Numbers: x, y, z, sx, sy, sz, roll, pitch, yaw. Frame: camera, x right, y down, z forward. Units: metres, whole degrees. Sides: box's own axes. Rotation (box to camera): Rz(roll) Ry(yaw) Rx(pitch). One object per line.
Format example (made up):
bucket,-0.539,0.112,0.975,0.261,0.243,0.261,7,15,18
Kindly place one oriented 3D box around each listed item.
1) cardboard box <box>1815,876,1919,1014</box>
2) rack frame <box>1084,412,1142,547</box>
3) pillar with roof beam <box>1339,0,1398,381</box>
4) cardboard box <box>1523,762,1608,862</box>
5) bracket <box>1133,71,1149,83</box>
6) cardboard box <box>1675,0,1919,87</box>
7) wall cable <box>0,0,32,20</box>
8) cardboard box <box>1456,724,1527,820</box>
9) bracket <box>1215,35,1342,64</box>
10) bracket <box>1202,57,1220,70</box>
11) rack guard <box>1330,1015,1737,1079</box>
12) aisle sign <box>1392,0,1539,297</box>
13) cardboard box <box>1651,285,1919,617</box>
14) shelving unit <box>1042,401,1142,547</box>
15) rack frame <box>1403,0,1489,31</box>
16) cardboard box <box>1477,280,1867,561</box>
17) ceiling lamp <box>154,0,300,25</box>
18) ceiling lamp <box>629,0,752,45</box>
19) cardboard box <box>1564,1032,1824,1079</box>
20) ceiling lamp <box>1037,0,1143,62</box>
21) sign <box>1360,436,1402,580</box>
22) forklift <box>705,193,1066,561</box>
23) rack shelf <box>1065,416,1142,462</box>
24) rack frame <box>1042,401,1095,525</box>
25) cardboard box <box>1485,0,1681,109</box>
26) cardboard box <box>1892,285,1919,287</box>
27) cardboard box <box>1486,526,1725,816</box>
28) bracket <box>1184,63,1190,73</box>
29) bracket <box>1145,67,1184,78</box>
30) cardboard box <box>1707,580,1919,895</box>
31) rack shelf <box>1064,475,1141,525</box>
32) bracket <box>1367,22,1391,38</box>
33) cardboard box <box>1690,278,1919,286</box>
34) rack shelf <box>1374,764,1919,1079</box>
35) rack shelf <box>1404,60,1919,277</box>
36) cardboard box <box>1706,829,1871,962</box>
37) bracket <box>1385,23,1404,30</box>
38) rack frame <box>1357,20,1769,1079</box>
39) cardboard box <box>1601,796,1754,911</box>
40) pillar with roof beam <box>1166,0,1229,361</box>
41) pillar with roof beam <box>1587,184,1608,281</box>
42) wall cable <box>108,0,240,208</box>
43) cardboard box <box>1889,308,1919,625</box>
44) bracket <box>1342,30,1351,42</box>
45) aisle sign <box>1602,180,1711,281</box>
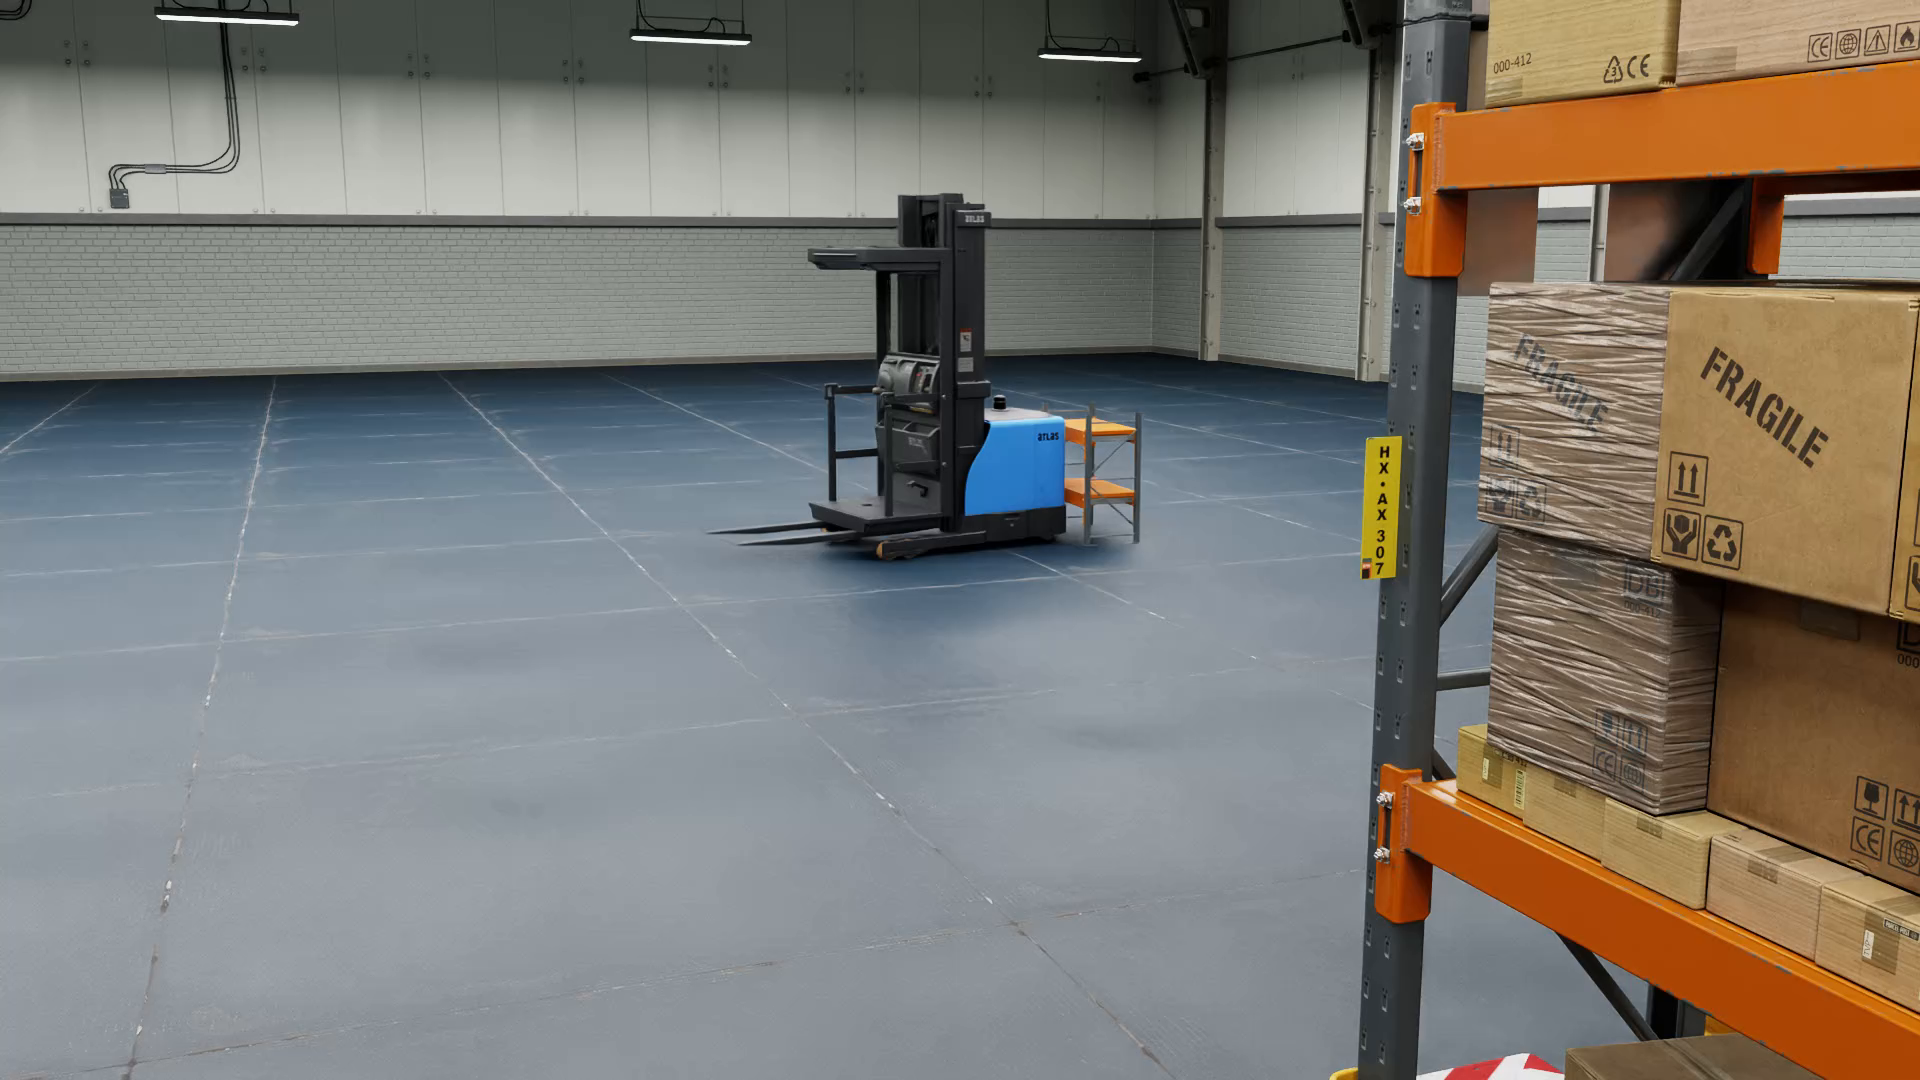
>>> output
cardboard box,1.693,0.669,2.812,0.380,0.149,0.250,-4,11,-21
rack frame,1.296,-0.515,14.099,0.500,1.125,0.032,-3,11,-18
pillar with roof beam,3.669,-7.163,28.992,9.100,9.000,0.548,-4,11,-21
cardboard box,1.423,0.546,3.501,0.380,0.149,0.250,-4,11,-21
bracket,4.167,-10.619,38.147,0.235,0.232,0.430,-4,11,-21
cardboard box,1.595,-0.905,2.807,0.500,0.250,0.500,-4,11,-22
wall cable,-18.281,-10.546,29.471,3.097,2.526,0.112,-4,11,-21
cardboard box,1.350,0.504,3.737,0.380,0.149,0.250,-4,11,-21
bracket,6.261,-9.676,32.846,0.076,0.066,4.783,-4,11,-21
bracket,5.327,-10.097,35.211,0.235,0.232,0.430,-4,11,-21
rack guard,1.496,1.562,4.211,1.175,0.500,0.348,-4,11,-21
aisle sign,1.167,-0.952,3.784,0.394,0.787,0.004,-4,11,-21
cardboard box,1.589,-0.180,2.876,0.500,0.500,0.500,-4,11,-21
shelving unit,1.136,-0.599,14.574,0.538,1.125,1.048,-3,11,-18
rack frame,1.469,-2.635,3.536,1.000,3.000,0.127,-4,11,-21
cardboard box,1.414,-0.262,3.338,0.500,0.500,0.500,-4,11,-21
ceiling lamp,-11.137,-9.430,25.069,2.000,3.185,0.800,-4,11,-21
ceiling lamp,-4.557,-9.878,27.588,2.000,3.185,0.800,-4,11,-21
cardboard box,1.680,1.446,3.665,0.500,0.500,0.500,-2,10,-10
ceiling lamp,2.284,-10.343,30.206,2.000,3.185,0.800,-4,11,-21
sign,0.963,-0.073,3.792,0.100,0.325,0.005,-4,11,-21
forklift,-0.609,-1.376,13.785,3.031,2.935,1.130,-6,12,-31
rack shelf,1.137,-0.887,14.523,0.538,0.278,1.000,-3,11,-18
rack frame,0.977,-0.684,15.050,0.500,1.125,0.032,-3,11,-18
cardboard box,1.403,-0.989,3.278,0.500,0.250,0.500,-4,11,-19
cardboard box,2.085,-0.214,3.066,0.500,0.500,0.500,-4,11,-21
cardboard box,1.643,0.215,3.513,0.875,0.500,0.500,-4,11,-21
bracket,5.026,-10.233,35.972,0.235,0.232,0.430,-4,11,-21
bracket,4.381,-10.523,37.605,0.076,0.066,3.189,-4,11,-21
cardboard box,1.936,0.289,3.097,0.875,0.500,0.500,-4,11,-21
rack shelf,1.136,-0.359,14.617,0.538,0.278,1.000,-3,11,-18
bracket,7.501,-9.118,29.705,0.235,0.232,0.430,-4,11,-21
cardboard box,1.898,-0.295,3.523,0.500,0.500,0.500,-4,11,-21
rack shelf,2.194,1.000,2.290,1.077,0.370,4.000,-4,11,-21
rack shelf,2.194,-0.477,2.027,1.077,0.370,4.000,-4,11,-21
cardboard box,1.609,0.628,3.044,0.380,0.149,0.250,-4,11,-21
bracket,8.435,-8.697,27.341,0.076,0.066,4.783,-4,11,-21
rack frame,1.469,0.319,4.062,1.000,3.000,0.127,-4,11,-21
cardboard box,1.499,0.588,3.266,0.380,0.149,0.250,-4,11,-21
pillar with roof beam,1.495,-8.142,34.497,9.100,9.000,0.548,-4,11,-21
pillar with roof beam,5.844,-6.183,23.486,9.100,9.000,0.548,-4,11,-21
wall cable,-14.833,-9.255,31.045,2.305,6.003,0.169,-4,11,-21
cardboard box,1.771,-0.098,2.418,0.500,0.500,0.500,-4,11,-21
bracket,7.200,-9.253,30.466,0.235,0.232,0.430,-4,11,-21
aisle sign,1.726,-0.990,3.998,0.394,0.787,0.004,-4,11,-21
